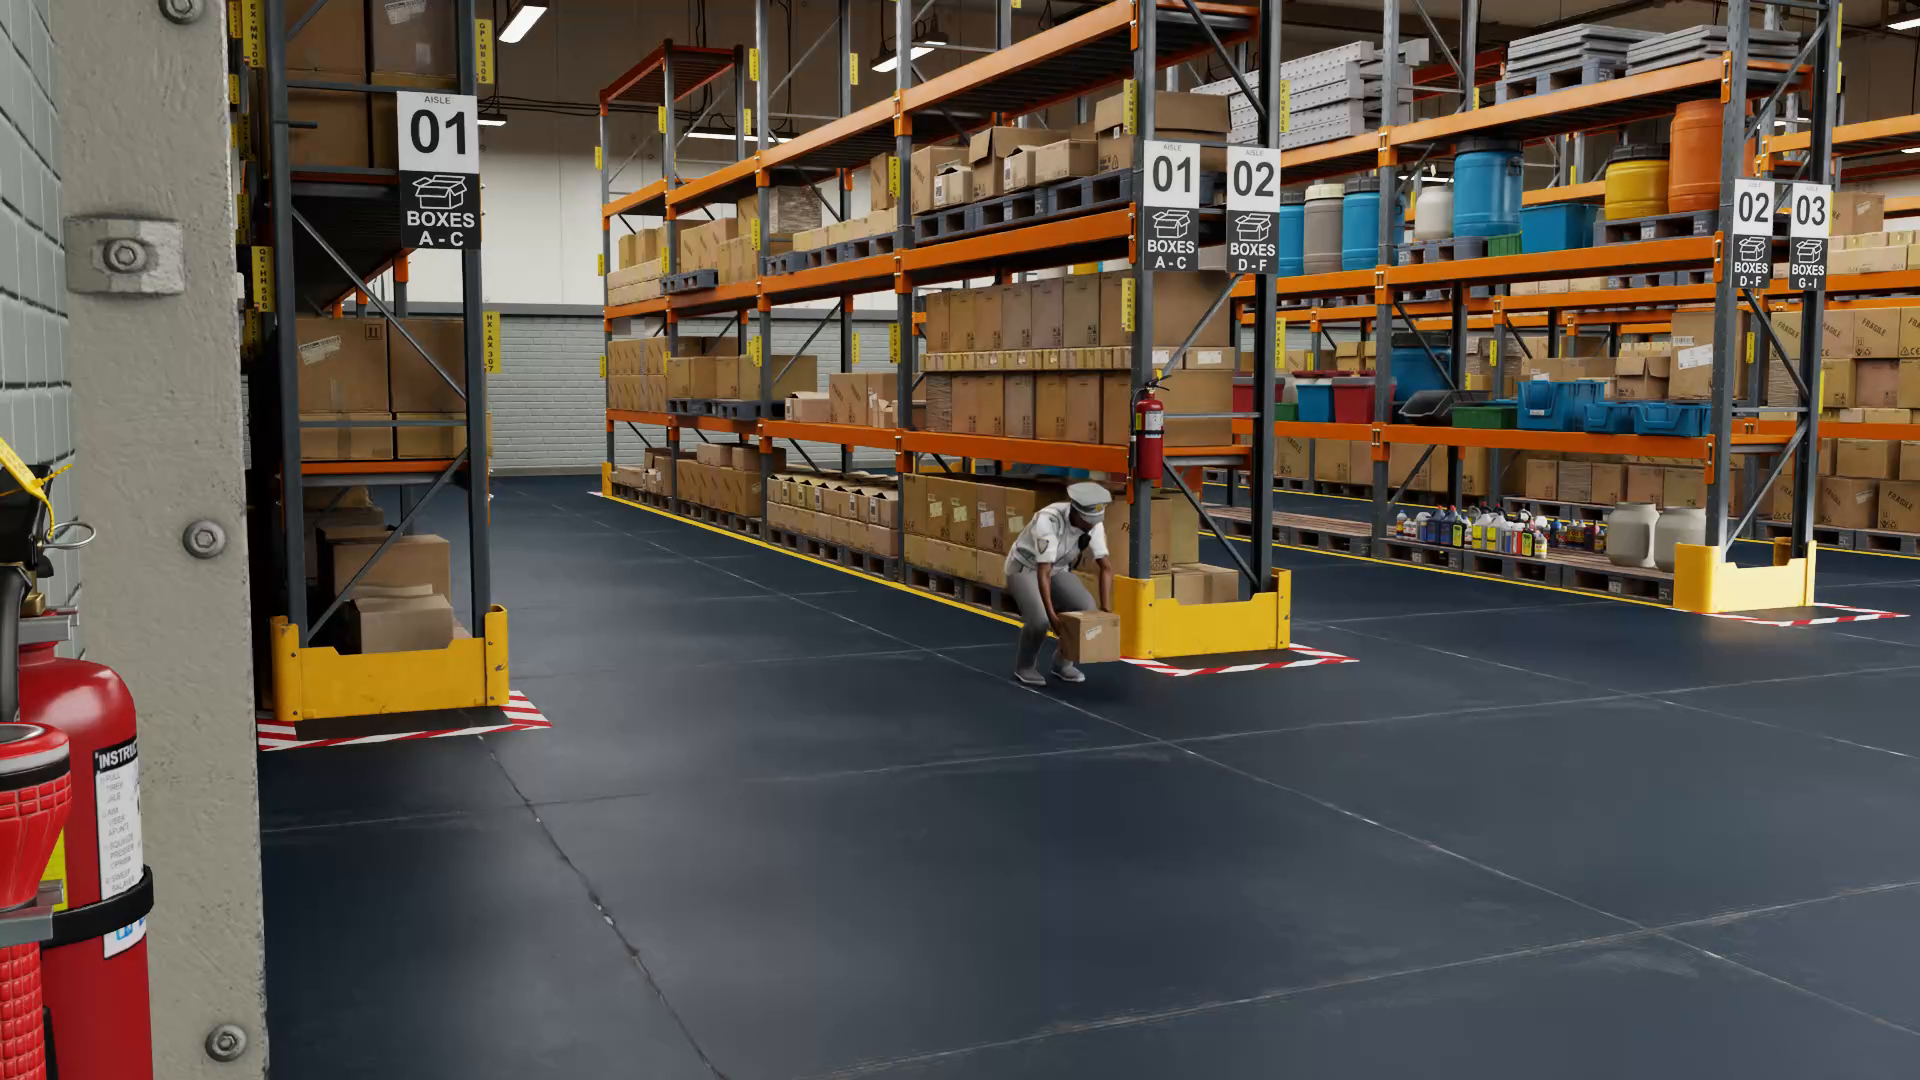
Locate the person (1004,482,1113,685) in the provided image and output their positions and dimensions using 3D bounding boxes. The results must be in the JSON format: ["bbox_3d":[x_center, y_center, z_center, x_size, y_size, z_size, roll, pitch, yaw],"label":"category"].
[{"bbox_3d":[0.586,0.243,9.514,0.500,1.170,0.805,-2,6,-24],"label":"person"}]
